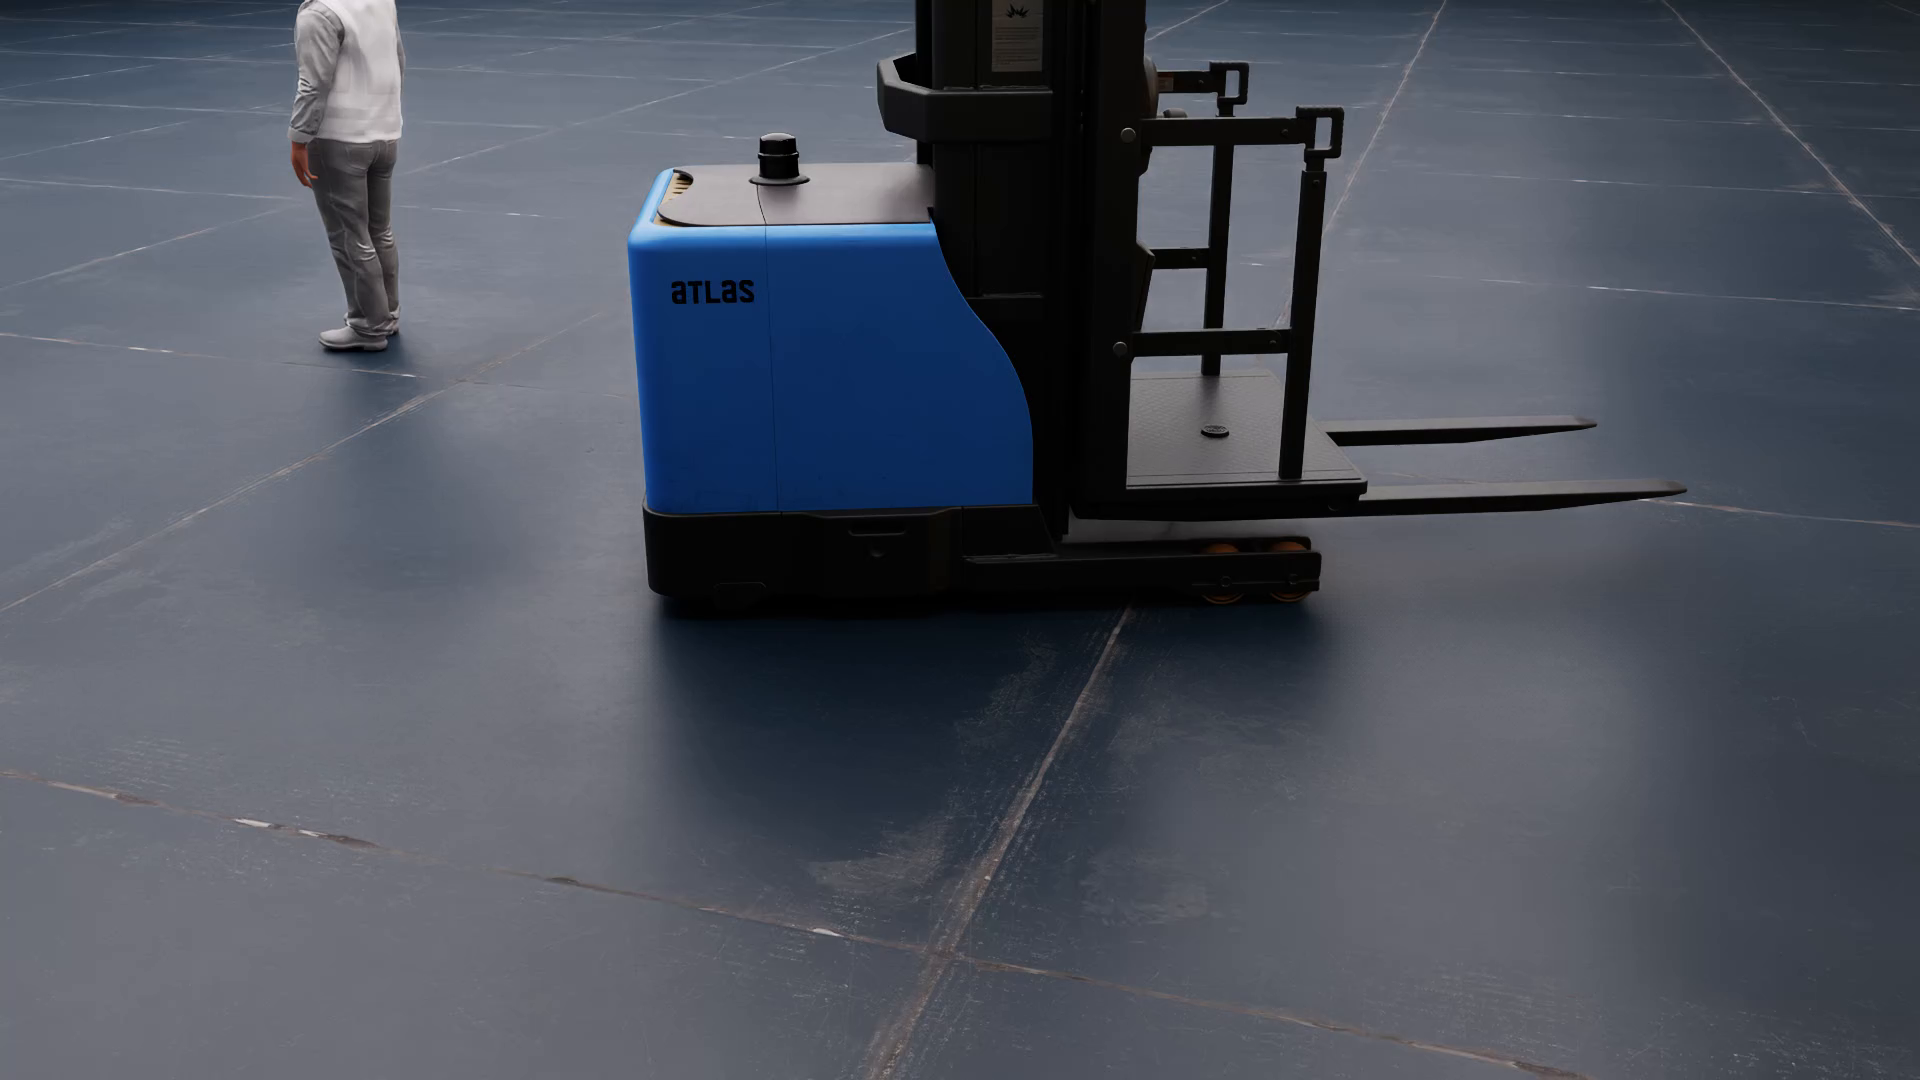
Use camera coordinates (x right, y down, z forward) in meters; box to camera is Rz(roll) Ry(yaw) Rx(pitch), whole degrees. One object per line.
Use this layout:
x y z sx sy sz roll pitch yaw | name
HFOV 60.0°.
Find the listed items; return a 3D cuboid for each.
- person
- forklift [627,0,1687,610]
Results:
-2.549 -1.656 6.788 0.569 1.773 0.632 7 23 16 | person
0.606 -1.374 4.608 3.031 2.935 1.130 -2 23 -4 | forklift
